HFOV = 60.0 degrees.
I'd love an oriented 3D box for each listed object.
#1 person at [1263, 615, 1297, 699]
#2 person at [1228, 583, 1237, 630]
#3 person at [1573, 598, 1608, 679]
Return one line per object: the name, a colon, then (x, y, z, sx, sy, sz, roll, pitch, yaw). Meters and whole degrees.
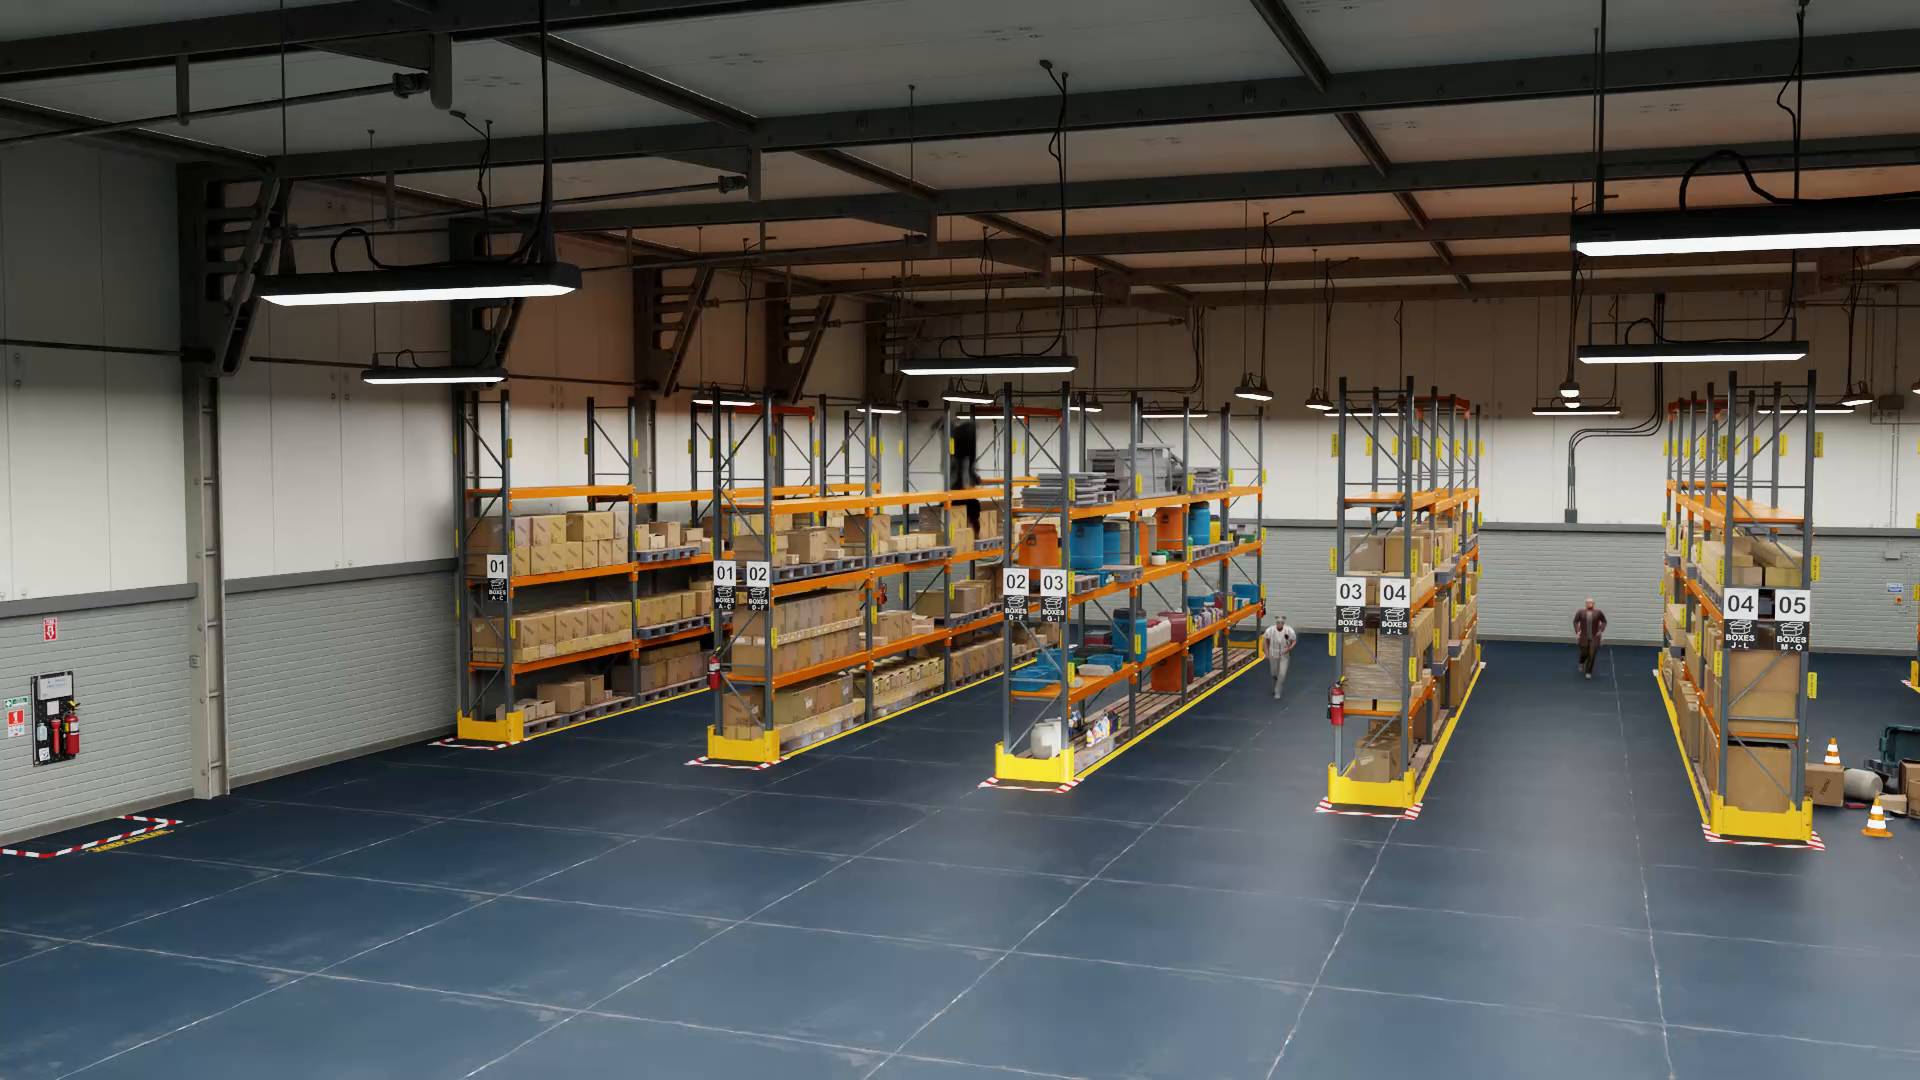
person: (6.437, 2.335, 33.483, 0.659, 1.709, 0.786, 0, 3, 8)
person: (6.895, 1.824, 42.969, 0.556, 1.631, 0.559, 3, 4, 43)
person: (13.767, 2.138, 36.331, 0.705, 1.750, 0.687, 1, 3, 21)
